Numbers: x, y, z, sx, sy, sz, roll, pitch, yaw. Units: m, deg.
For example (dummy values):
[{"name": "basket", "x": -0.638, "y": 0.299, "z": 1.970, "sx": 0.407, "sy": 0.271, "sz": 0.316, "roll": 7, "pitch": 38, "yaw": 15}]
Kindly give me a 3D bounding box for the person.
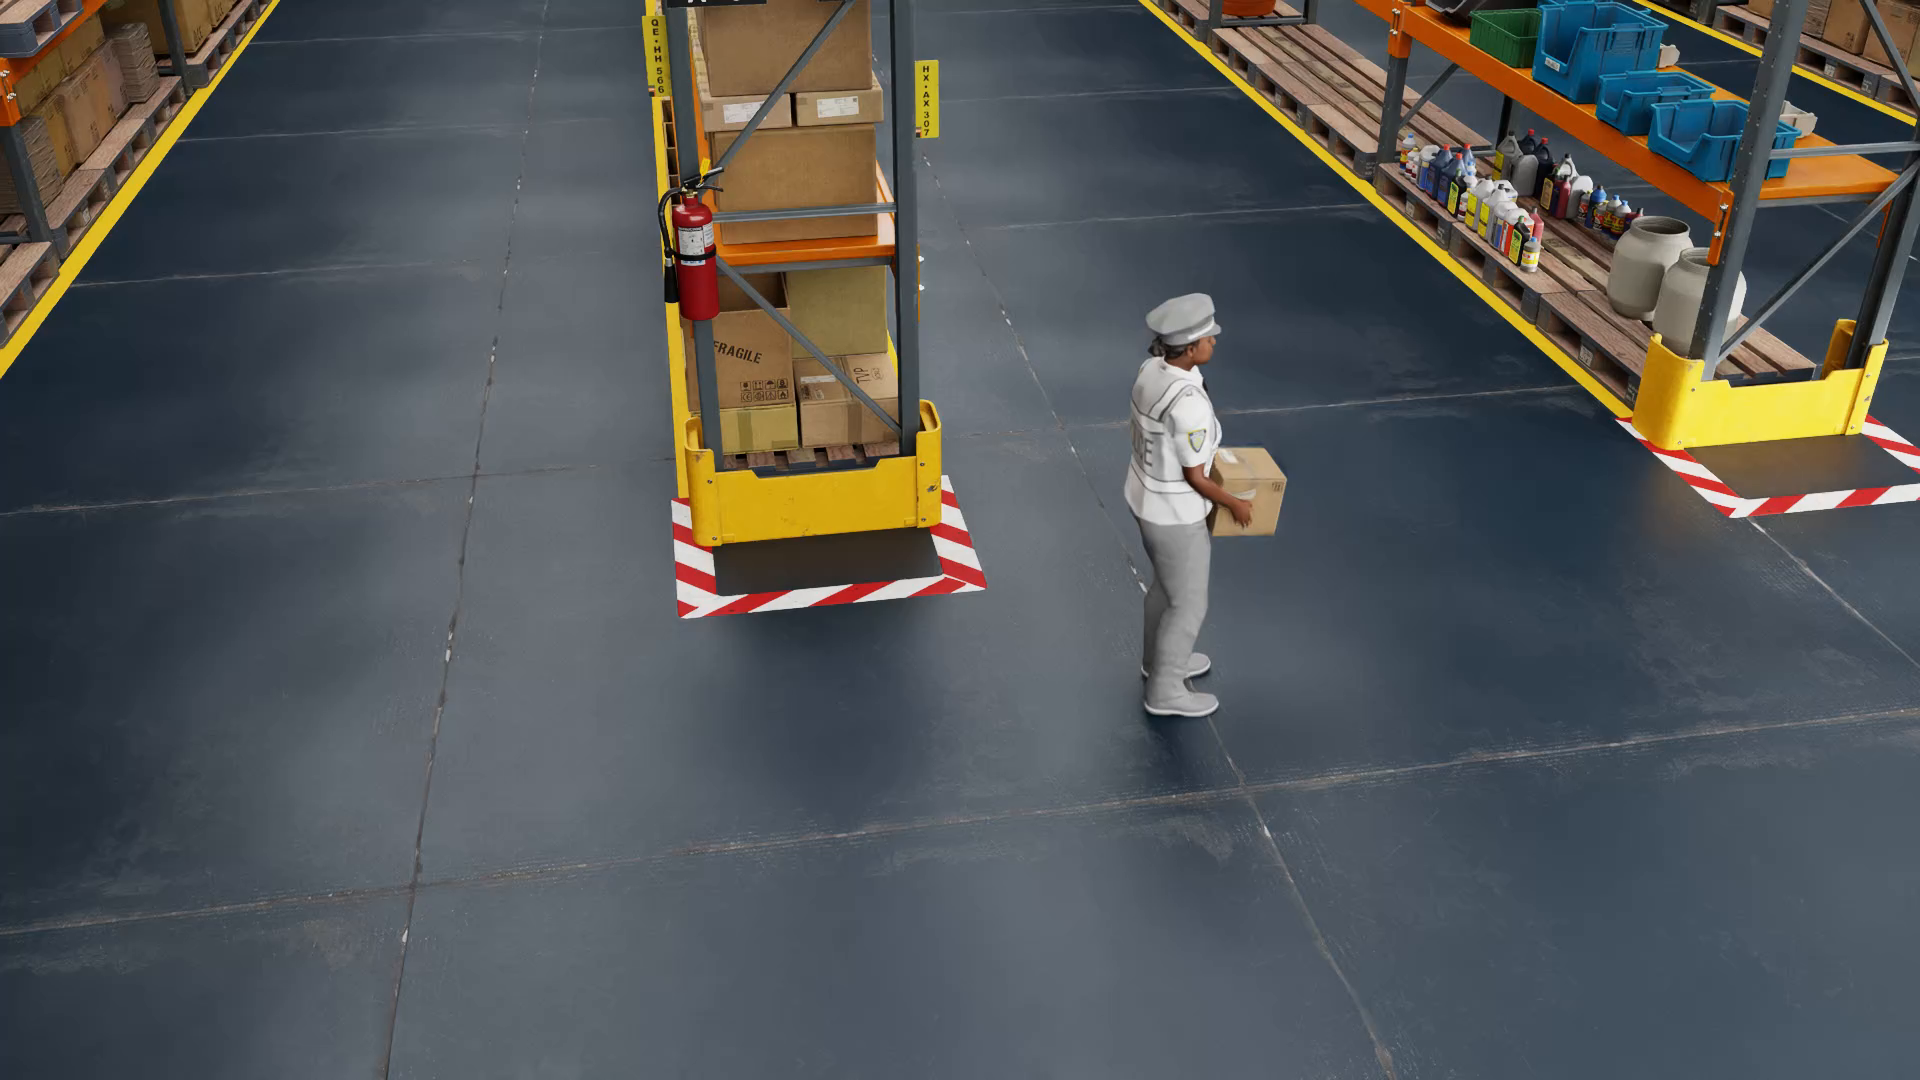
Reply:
[{"name": "person", "x": 0.865, "y": -0.133, "z": 6.326, "sx": 0.465, "sy": 1.689, "sz": 0.474, "roll": -6, "pitch": 31, "yaw": -9}]
